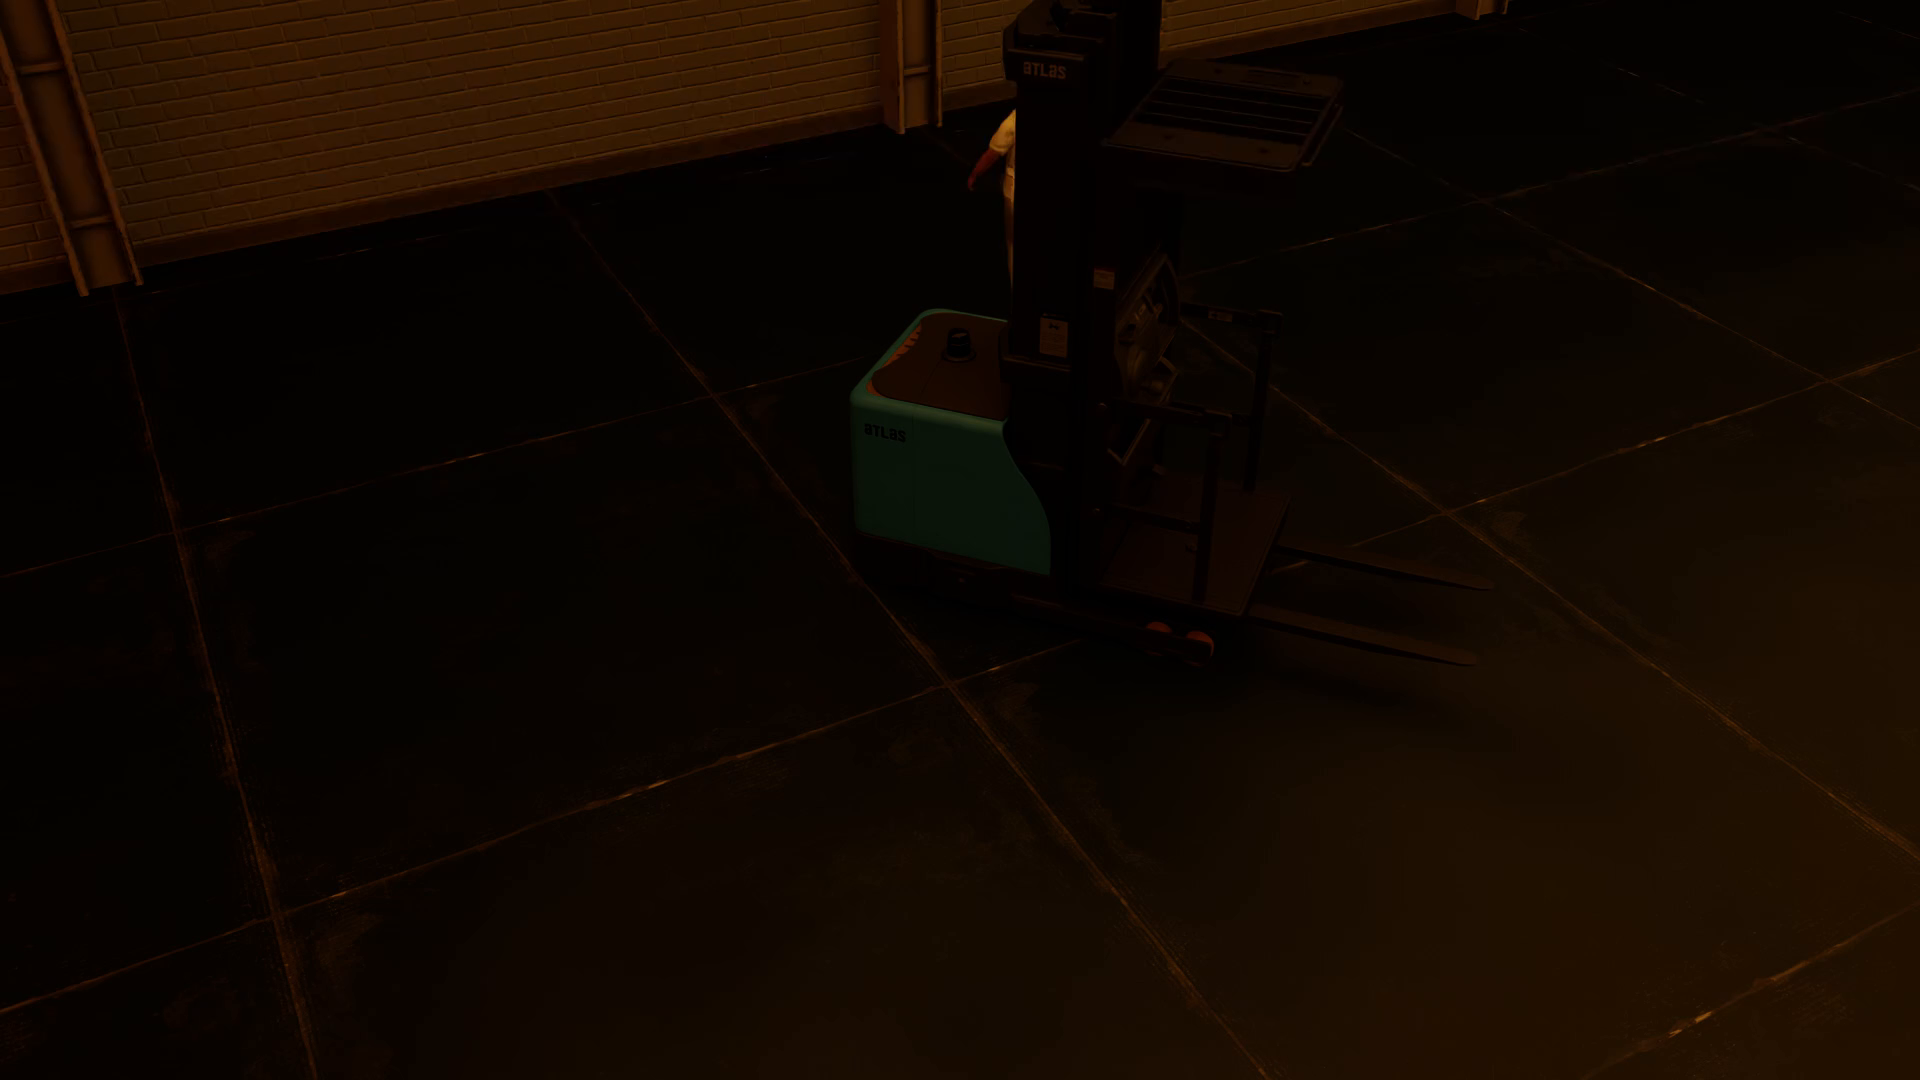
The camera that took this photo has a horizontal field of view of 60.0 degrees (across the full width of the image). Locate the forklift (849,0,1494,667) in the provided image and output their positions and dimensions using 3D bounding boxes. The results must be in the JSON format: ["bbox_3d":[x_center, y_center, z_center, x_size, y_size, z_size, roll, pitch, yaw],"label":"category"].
[{"bbox_3d":[1.033,-0.951,7.469,3.031,2.935,1.130,13,37,17],"label":"forklift"}]

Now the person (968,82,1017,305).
[{"bbox_3d":[0.427,-2.149,10.314,0.752,1.660,0.487,-2,35,-2],"label":"person"}]
